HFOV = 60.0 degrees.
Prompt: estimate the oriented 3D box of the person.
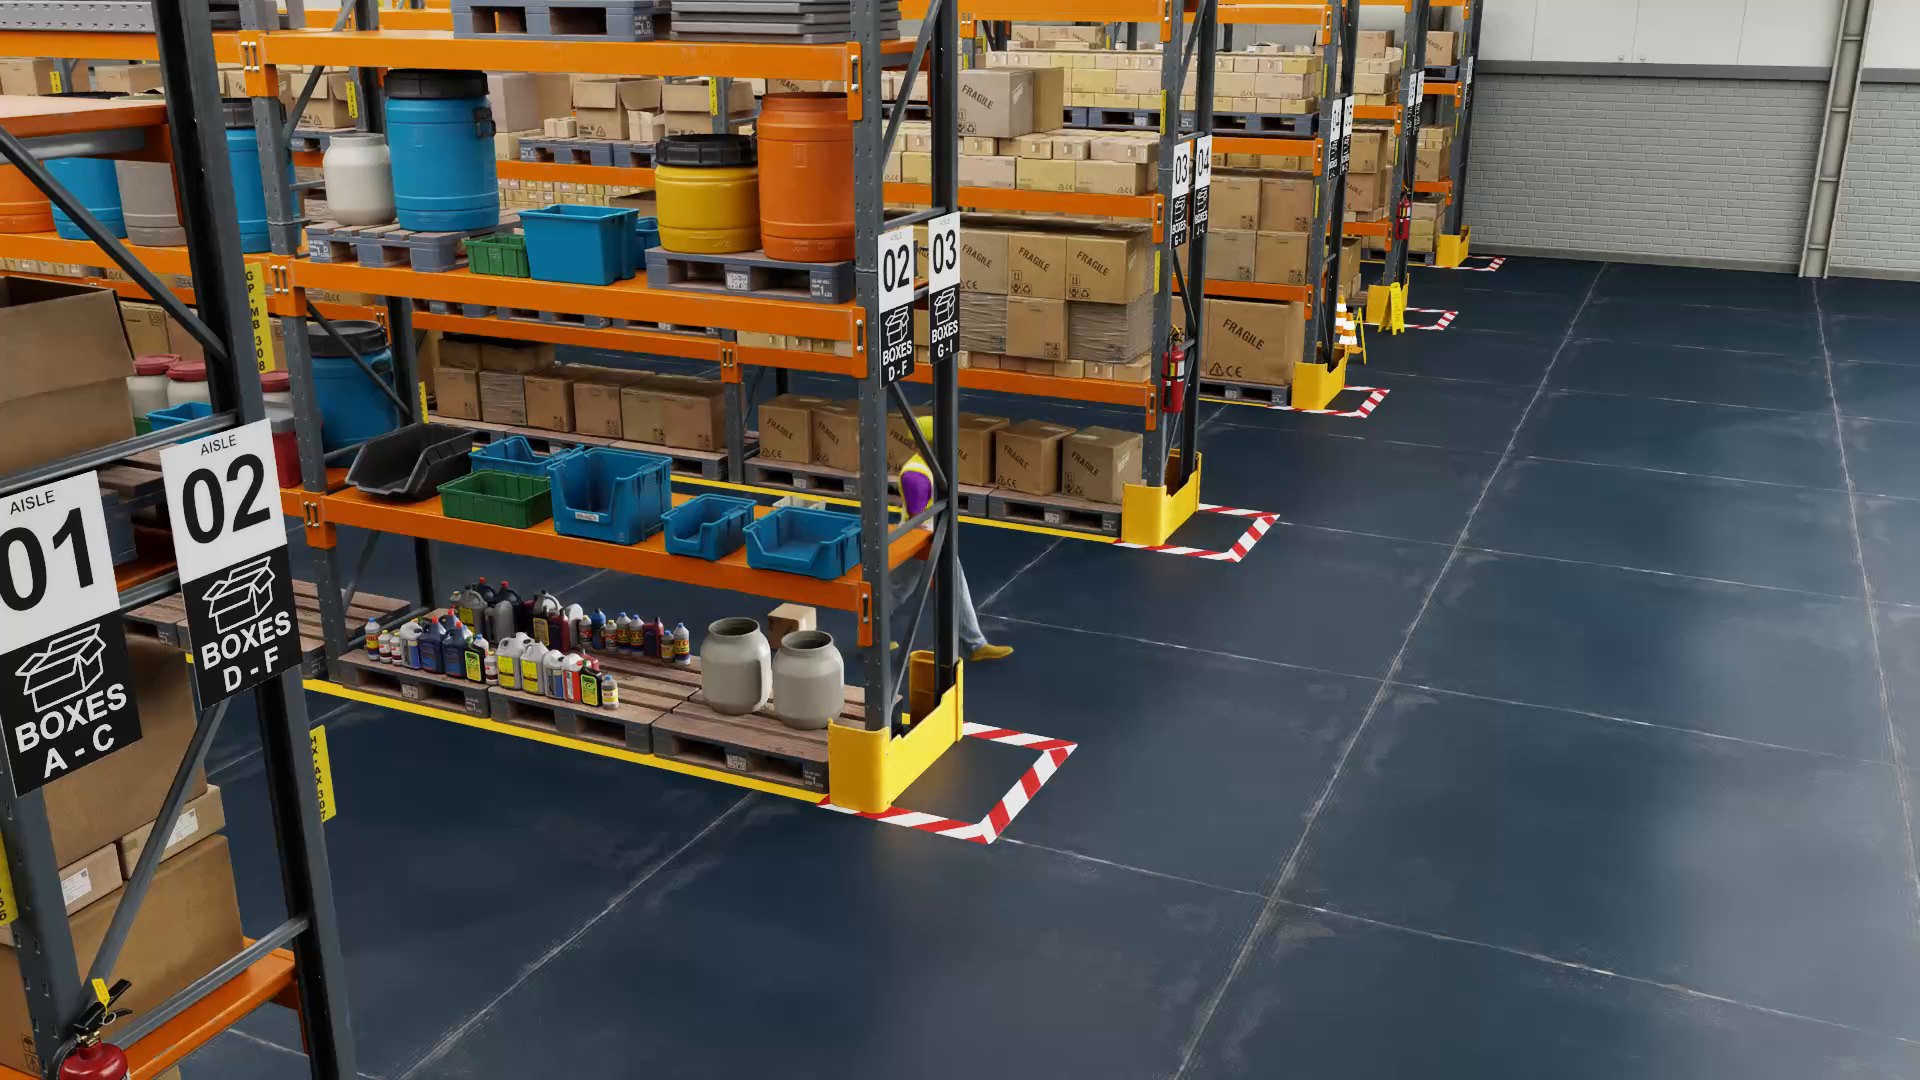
[{"bbox_3d":[-0.196,0.007,11.026,1.086,1.707,0.567,7,20,21],"label":"person"}]
